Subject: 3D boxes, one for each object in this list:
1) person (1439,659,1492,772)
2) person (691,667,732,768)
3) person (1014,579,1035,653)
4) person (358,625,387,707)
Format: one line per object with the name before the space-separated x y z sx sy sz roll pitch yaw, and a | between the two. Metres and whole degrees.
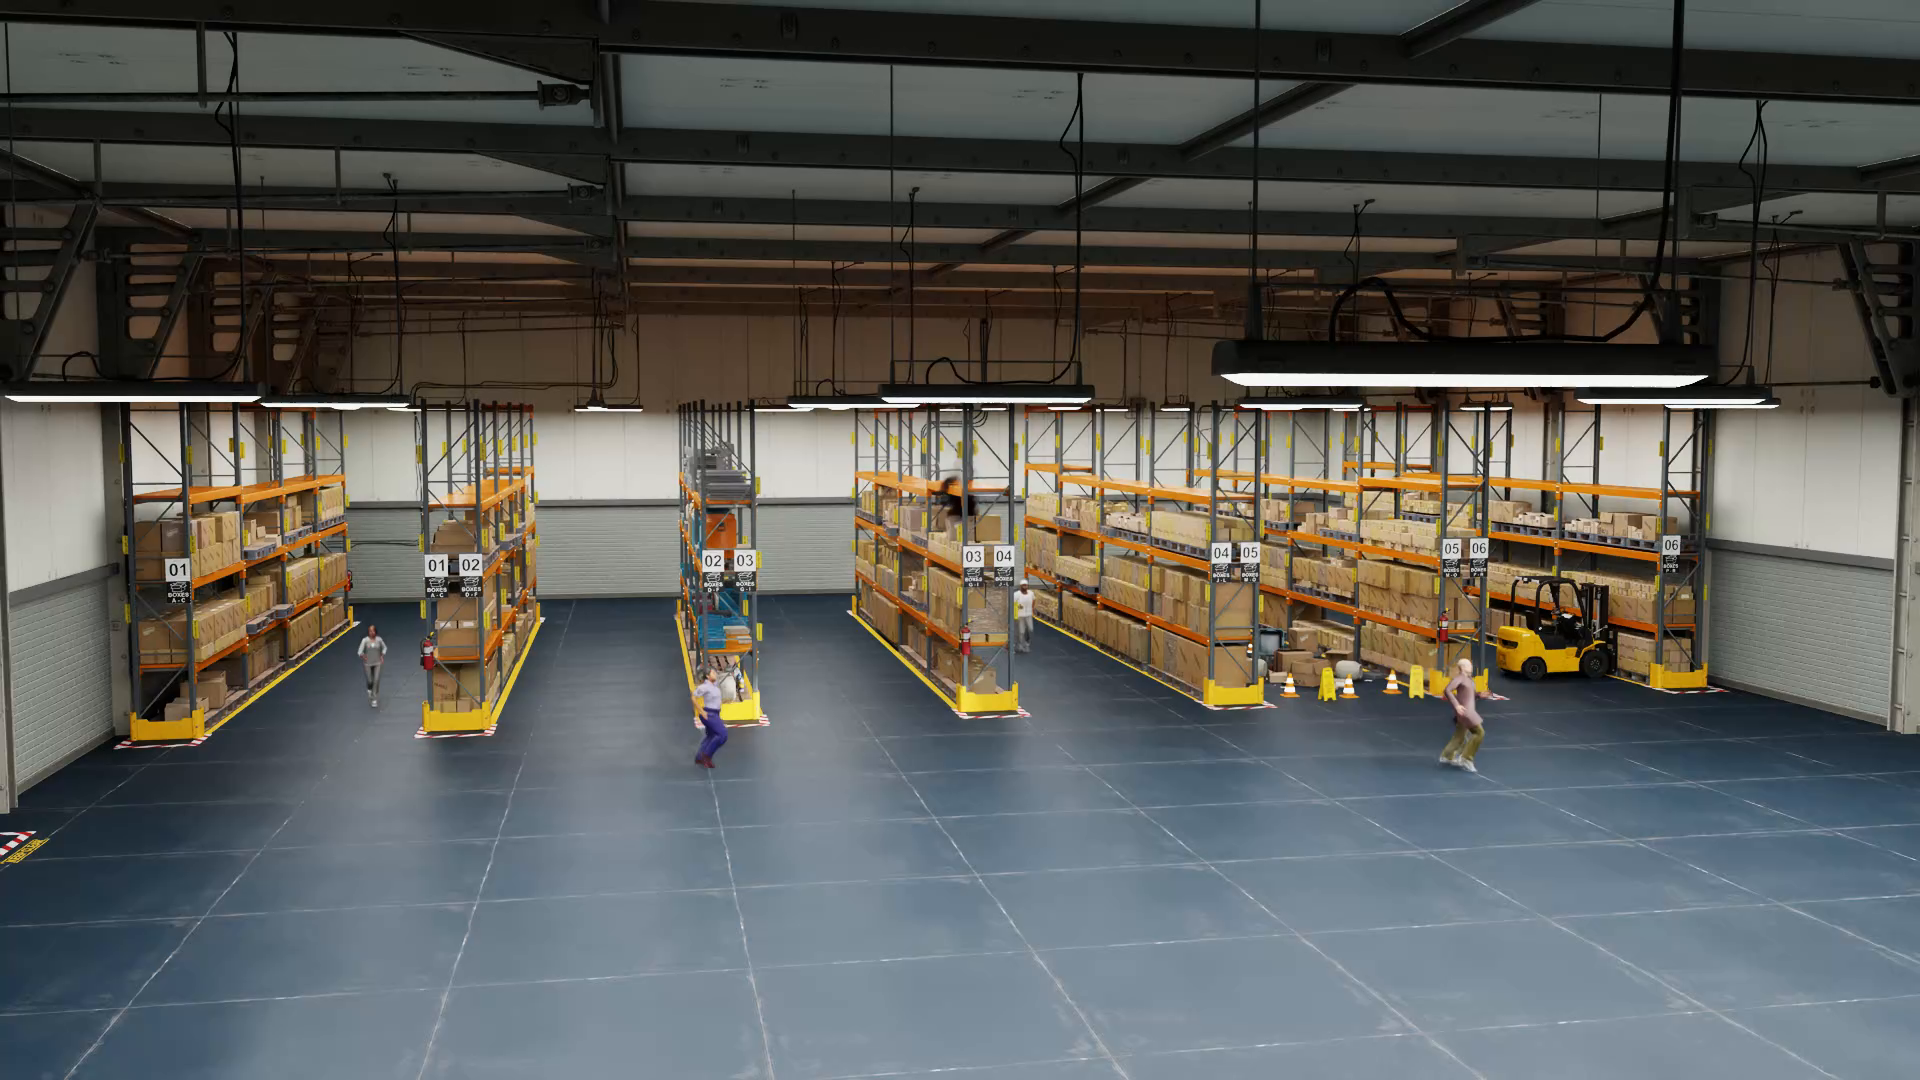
person | 8.149 2.822 26.776 0.775 1.821 0.671 2 5 21
person | -4.010 2.877 26.957 0.635 1.613 0.582 0 4 5
person | 1.565 1.839 39.999 0.691 1.781 0.670 -1 4 -16
person | -11.541 2.454 32.695 0.550 1.565 0.814 -2 5 -24
